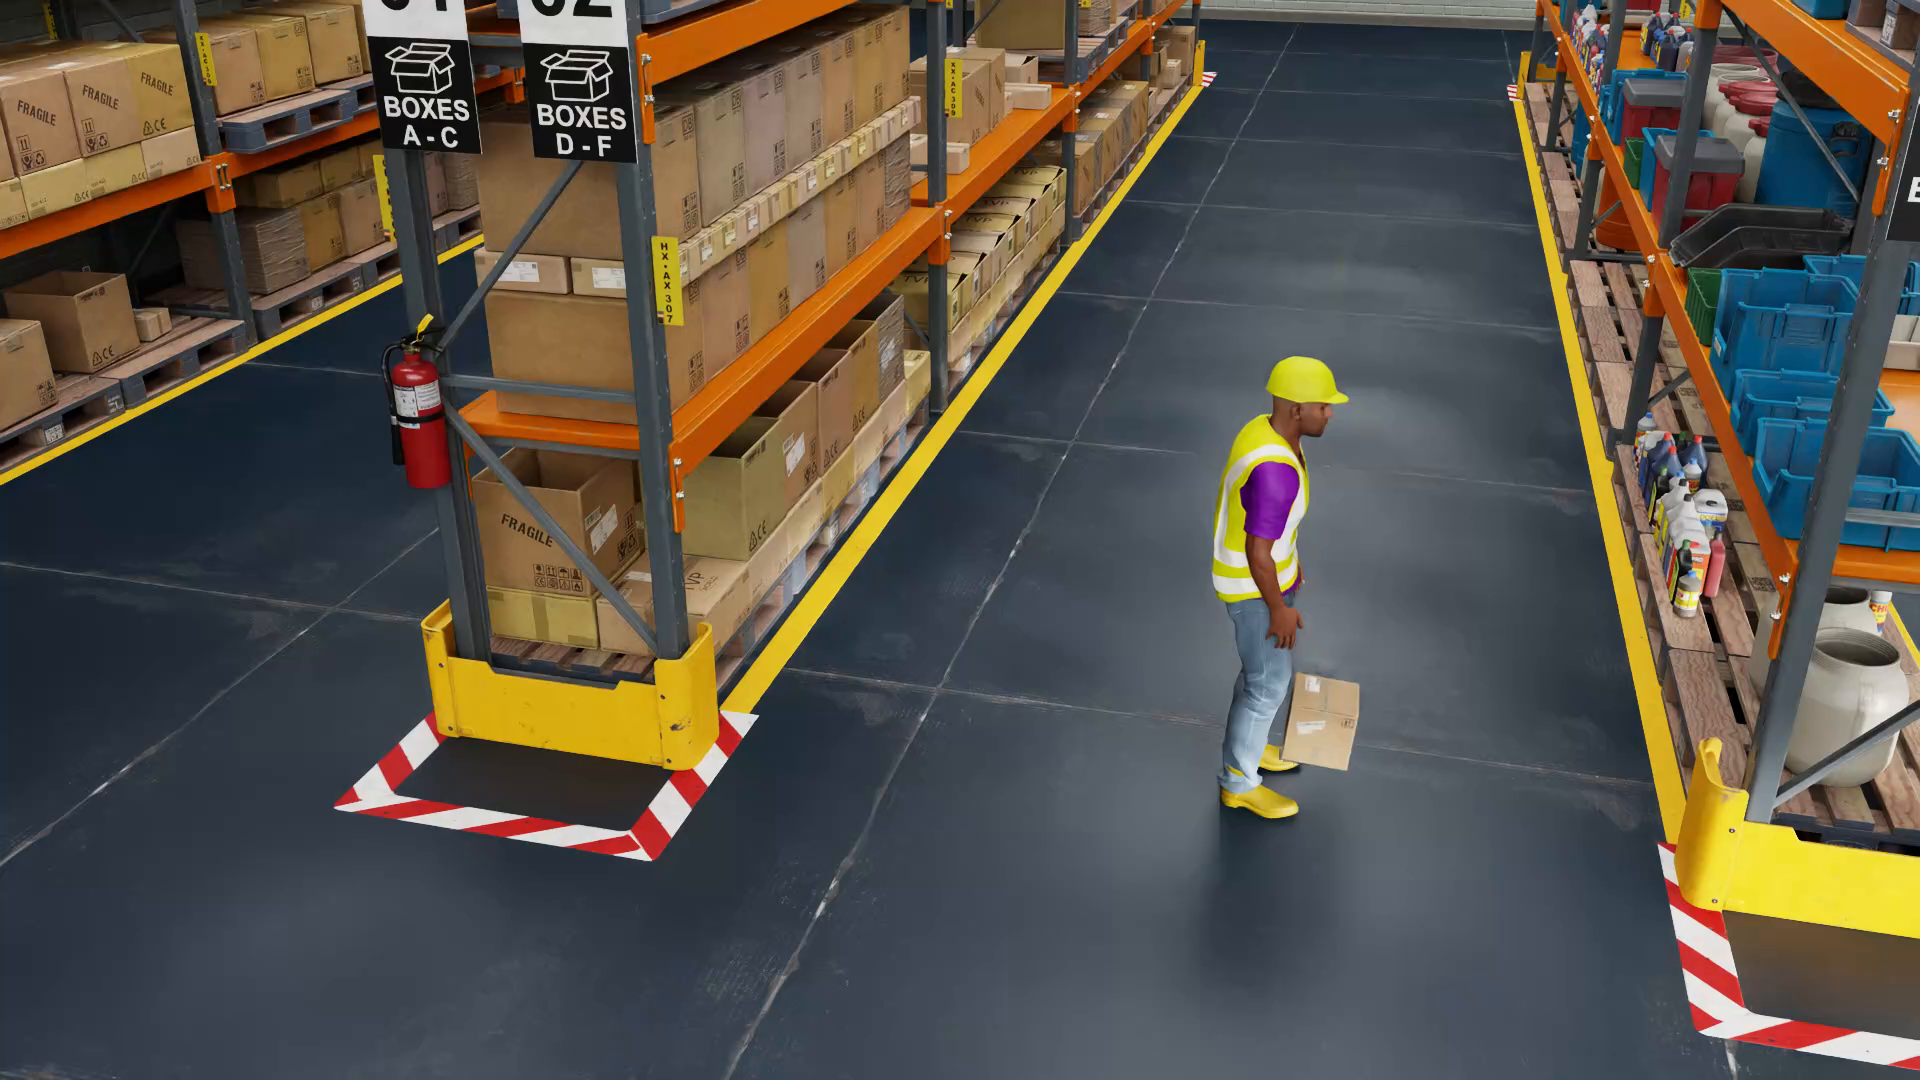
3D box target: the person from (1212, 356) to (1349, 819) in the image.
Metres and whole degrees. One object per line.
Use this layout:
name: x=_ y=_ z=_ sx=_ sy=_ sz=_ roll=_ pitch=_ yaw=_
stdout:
person: x=1.162 y=0.156 z=6.254 sx=0.443 sy=1.763 sz=0.599 roll=5 pitch=26 yaw=11
